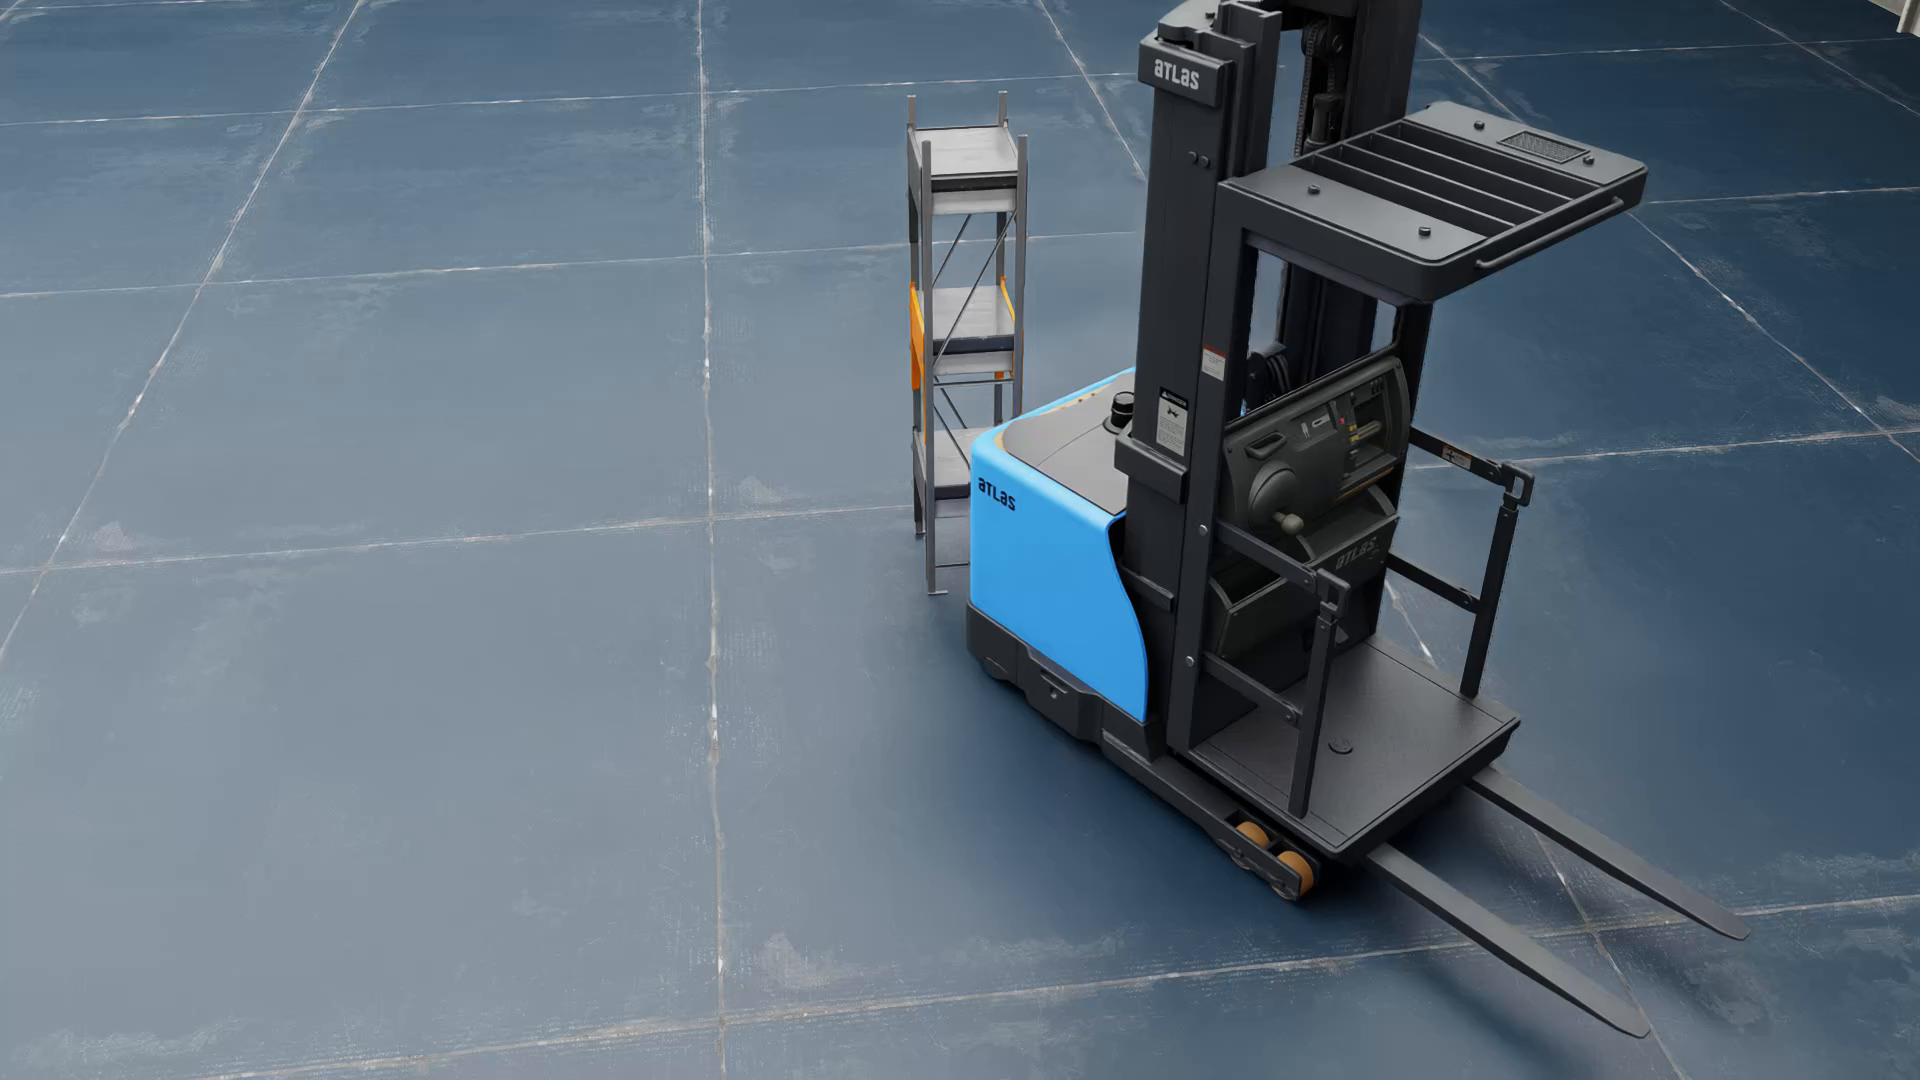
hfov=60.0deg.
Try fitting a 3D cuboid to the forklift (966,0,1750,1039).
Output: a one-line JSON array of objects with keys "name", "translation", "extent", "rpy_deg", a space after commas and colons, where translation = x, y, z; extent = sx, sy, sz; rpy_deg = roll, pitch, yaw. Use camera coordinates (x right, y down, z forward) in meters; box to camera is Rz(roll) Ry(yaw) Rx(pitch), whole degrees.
[{"name": "forklift", "translation": [1.364, -0.265, 5.536], "extent": [1.130, 2.935, 3.031], "rpy_deg": [-26, 42, -32]}]

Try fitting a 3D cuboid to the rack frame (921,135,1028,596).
[{"name": "rack frame", "translation": [0.055, -0.639, 6.823], "extent": [0.400, 2.100, 0.015], "rpy_deg": [-4, 35, -6]}]

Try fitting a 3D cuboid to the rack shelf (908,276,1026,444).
[{"name": "rack shelf", "translation": [0.022, -0.764, 7.031], "extent": [0.431, 0.518, 0.480], "rpy_deg": [-4, 35, -6]}]

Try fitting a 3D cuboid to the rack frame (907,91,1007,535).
[{"name": "rack frame", "translation": [-0.011, -0.911, 7.223], "extent": [0.400, 2.100, 0.015], "rpy_deg": [-4, 35, -6]}]

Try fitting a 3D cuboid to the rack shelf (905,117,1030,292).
[{"name": "rack shelf", "translation": [0.022, -1.342, 6.637], "extent": [0.431, 0.518, 0.480], "rpy_deg": [-4, 35, -6]}]

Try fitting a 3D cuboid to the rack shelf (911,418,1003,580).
[{"name": "rack shelf", "translation": [0.022, -0.186, 7.425], "extent": [0.431, 0.518, 0.480], "rpy_deg": [-4, 35, -6]}]

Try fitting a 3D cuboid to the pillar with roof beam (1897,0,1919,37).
[{"name": "pillar with roof beam", "translation": [3.838, -7.606, 10.920], "extent": [9.100, 9.000, 0.400], "rpy_deg": [-4, 35, -6]}]

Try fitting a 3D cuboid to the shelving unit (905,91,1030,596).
[{"name": "shelving unit", "translation": [0.022, -0.775, 7.023], "extent": [0.431, 2.100, 0.503], "rpy_deg": [-4, 35, -6]}]
